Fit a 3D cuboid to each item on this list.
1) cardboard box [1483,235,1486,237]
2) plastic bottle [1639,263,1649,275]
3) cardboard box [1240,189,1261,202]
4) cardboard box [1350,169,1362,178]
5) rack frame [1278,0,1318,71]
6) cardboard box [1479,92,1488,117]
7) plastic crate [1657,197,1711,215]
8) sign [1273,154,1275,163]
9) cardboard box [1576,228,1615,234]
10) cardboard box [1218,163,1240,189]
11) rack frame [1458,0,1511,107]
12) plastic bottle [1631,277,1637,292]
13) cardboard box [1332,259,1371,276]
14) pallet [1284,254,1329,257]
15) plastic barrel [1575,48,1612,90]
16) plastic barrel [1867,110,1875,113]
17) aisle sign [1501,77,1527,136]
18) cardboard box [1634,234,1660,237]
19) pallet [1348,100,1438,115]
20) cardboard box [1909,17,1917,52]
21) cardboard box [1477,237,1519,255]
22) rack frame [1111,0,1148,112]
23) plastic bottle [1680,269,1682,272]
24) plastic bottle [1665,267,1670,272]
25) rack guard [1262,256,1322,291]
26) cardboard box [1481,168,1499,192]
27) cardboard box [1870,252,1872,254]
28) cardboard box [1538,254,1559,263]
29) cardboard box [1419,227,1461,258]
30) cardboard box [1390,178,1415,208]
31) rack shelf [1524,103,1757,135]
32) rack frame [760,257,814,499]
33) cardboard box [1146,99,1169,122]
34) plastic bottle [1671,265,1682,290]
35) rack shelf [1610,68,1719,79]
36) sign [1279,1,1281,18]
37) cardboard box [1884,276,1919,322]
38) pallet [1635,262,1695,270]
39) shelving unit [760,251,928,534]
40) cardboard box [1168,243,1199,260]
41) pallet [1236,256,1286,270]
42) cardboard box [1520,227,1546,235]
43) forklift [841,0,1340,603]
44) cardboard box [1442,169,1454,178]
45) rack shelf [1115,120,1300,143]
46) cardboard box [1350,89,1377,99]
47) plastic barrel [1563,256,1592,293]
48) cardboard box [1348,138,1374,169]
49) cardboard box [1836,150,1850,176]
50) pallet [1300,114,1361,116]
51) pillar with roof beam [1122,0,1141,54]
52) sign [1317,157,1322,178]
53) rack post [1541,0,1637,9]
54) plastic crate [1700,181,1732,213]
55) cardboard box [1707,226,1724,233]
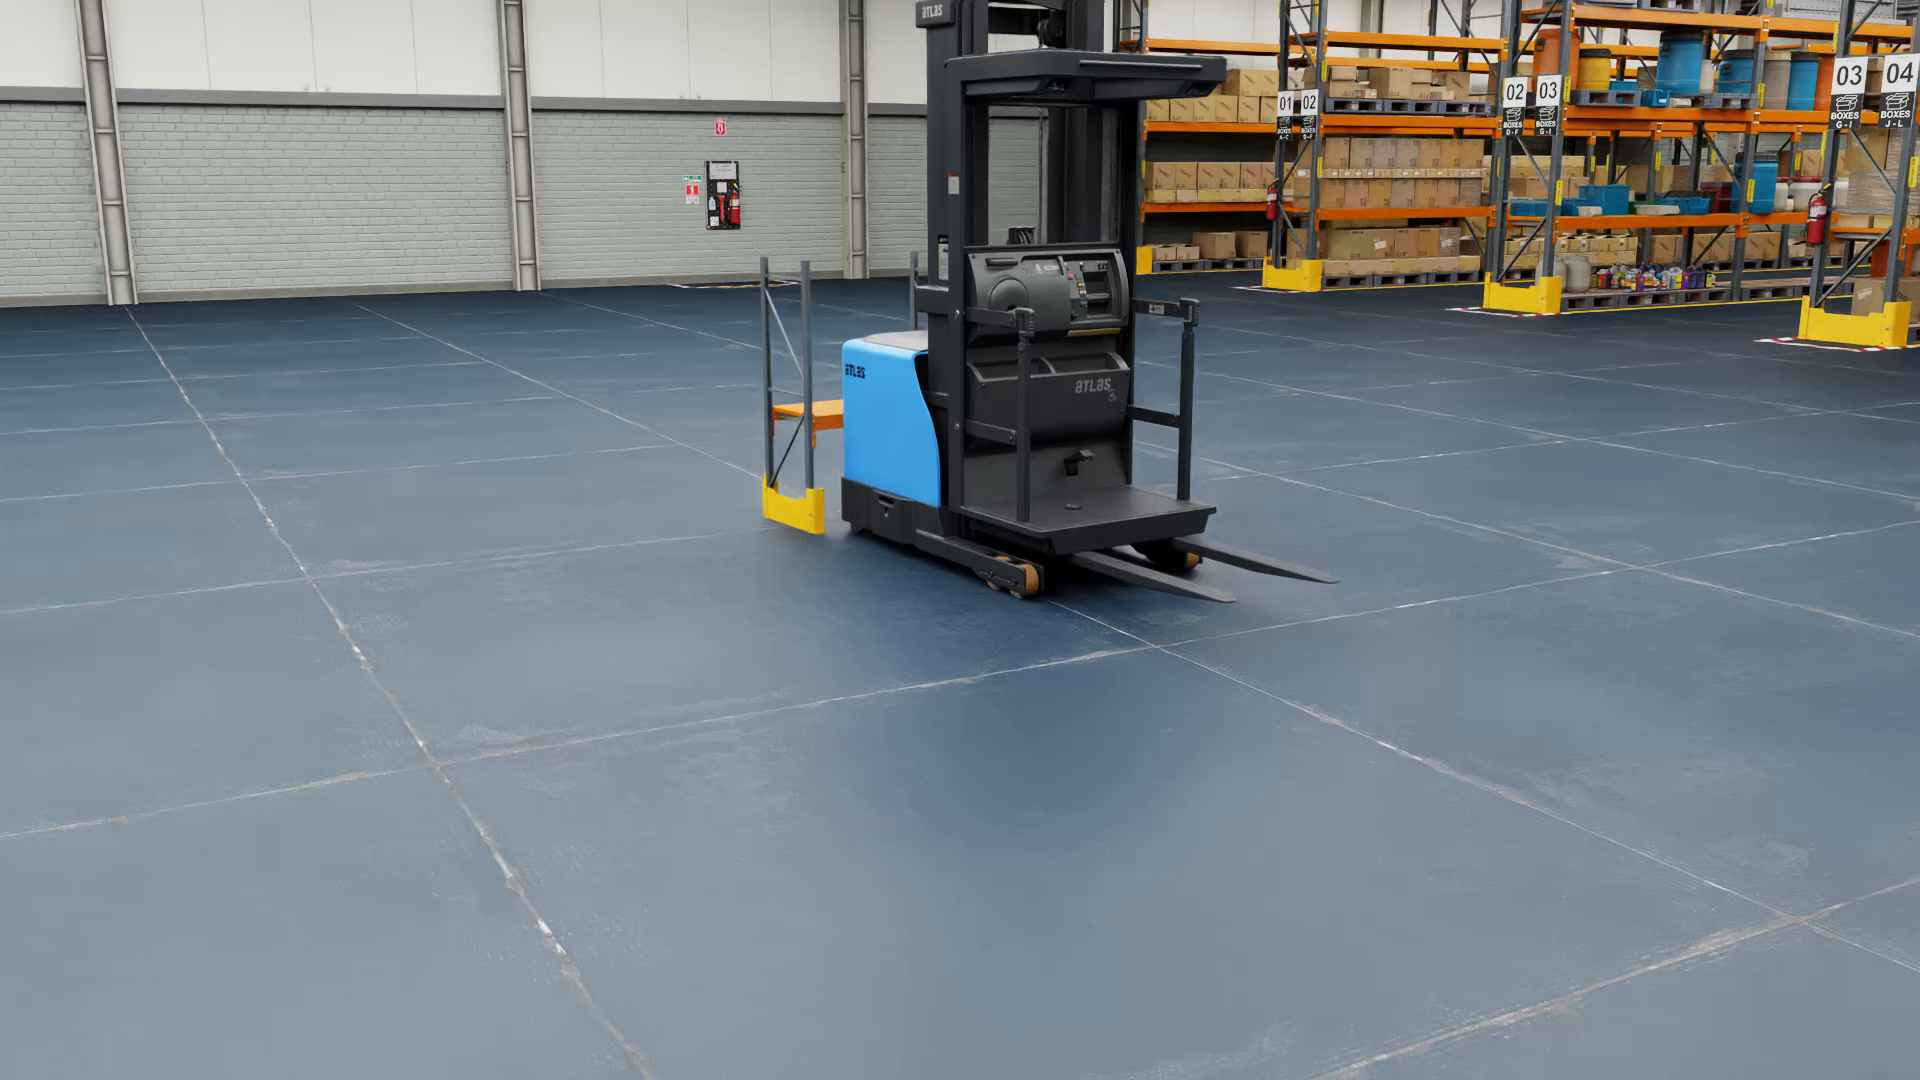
[{"bbox_3d":[9.735,-5.379,30.208,0.500,0.311,0.500,-6,14,-26],"label":"cardboard box"},{"bbox_3d":[10.360,-4.031,25.220,0.185,0.351,0.144,-8,15,-30],"label":"plastic bottle"},{"bbox_3d":[5.540,-6.764,32.630,0.500,0.250,0.500,-7,14,-28],"label":"cardboard box"},{"bbox_3d":[6.450,-6.087,27.619,0.250,0.149,0.380,-7,14,-28],"label":"cardboard box"},{"bbox_3d":[6.686,-9.969,32.912,0.127,3.000,1.000,-7,14,-28],"label":"rack frame"},{"bbox_3d":[11.035,-9.318,35.621,0.500,0.500,0.700,-8,15,-31],"label":"cardboard box"},{"bbox_3d":[10.592,-4.892,24.354,0.616,0.251,0.499,-7,14,-28],"label":"plastic crate"},{"bbox_3d":[6.417,-7.714,33.917,0.005,0.325,0.100,-7,14,-28],"label":"sign"},{"bbox_3d":[14.414,-6.929,37.801,0.500,0.500,0.700,-7,14,-27],"label":"cardboard box"},{"bbox_3d":[5.081,-7.076,32.309,0.500,0.500,0.500,-6,14,-26],"label":"cardboard box"},{"bbox_3d":[9.063,-9.015,28.672,0.127,3.000,1.000,-7,14,-28],"label":"rack frame"},{"bbox_3d":[9.754,-3.704,24.105,0.097,0.201,0.097,0,13,0],"label":"plastic bottle"},{"bbox_3d":[6.567,-4.598,28.014,0.500,0.250,0.500,-7,14,-28],"label":"cardboard box"},{"bbox_3d":[7.369,-5.764,34.242,1.213,0.211,1.003,-7,14,-28],"label":"pallet"},{"bbox_3d":[8.862,-6.617,23.463,0.600,0.588,0.600,0,13,0],"label":"plastic barrel"},{"bbox_3d":[14.525,-7.099,26.733,0.421,0.512,0.421,0,13,0],"label":"plastic barrel"},{"bbox_3d":[7.717,-6.031,23.153,0.004,0.787,0.394,-7,14,-28],"label":"aisle sign"},{"bbox_3d":[13.283,-5.648,32.065,0.500,0.500,0.500,-6,14,-26],"label":"cardboard box"},{"bbox_3d":[7.257,-7.286,28.024,1.213,0.211,1.003,-7,14,-28],"label":"pallet"},{"bbox_3d":[11.535,-5.871,19.489,0.500,0.500,0.500,-7,14,-28],"label":"cardboard box"},{"bbox_3d":[9.545,-5.221,29.505,0.500,0.311,0.500,-7,14,-28],"label":"cardboard box"},{"bbox_3d":[3.175,-9.549,31.042,0.127,3.000,1.000,-7,14,-28],"label":"rack frame"},{"bbox_3d":[10.745,-3.902,24.816,0.135,0.276,0.152,-7,14,-28],"label":"plastic bottle"},{"bbox_3d":[10.724,-4.014,25.298,0.133,0.283,0.061,-7,14,-28],"label":"plastic bottle"},{"bbox_3d":[5.531,-4.446,27.724,0.348,0.500,1.175,-7,14,-28],"label":"rack guard"},{"bbox_3d":[11.210,-7.722,35.640,0.500,0.500,0.500,-6,14,-26],"label":"cardboard box"},{"bbox_3d":[18.838,-6.053,34.626,0.250,0.166,0.380,-7,14,-28],"label":"cardboard box"},{"bbox_3d":[10.439,-5.055,30.045,0.500,0.250,0.500,-7,15,-30],"label":"cardboard box"},{"bbox_3d":[8.316,-5.176,28.876,0.500,0.500,0.500,-7,14,-28],"label":"cardboard box"},{"bbox_3d":[7.326,-5.926,28.383,0.500,0.500,0.700,-6,14,-26],"label":"cardboard box"},{"bbox_3d":[9.678,-6.035,23.902,4.000,0.370,1.077,-7,14,-28],"label":"rack shelf"},{"bbox_3d":[-0.969,-0.821,9.340,0.032,1.500,0.500,-9,15,-35],"label":"rack frame"},{"bbox_3d":[3.589,-8.131,31.301,0.500,0.500,0.500,-6,14,-26],"label":"cardboard box"},{"bbox_3d":[10.554,-3.878,24.541,0.185,0.351,0.144,-7,14,-28],"label":"plastic bottle"},{"bbox_3d":[15.464,-10.475,37.710,4.000,0.370,1.077,-7,14,-28],"label":"rack shelf"},{"bbox_3d":[6.415,-10.609,33.265,0.005,0.325,0.100,-7,14,-28],"label":"sign"},{"bbox_3d":[11.360,-2.875,19.791,0.500,0.500,0.500,-3,13,-13],"label":"cardboard box"},{"bbox_3d":[13.248,-5.220,31.823,1.213,0.211,1.003,-7,14,-28],"label":"pallet"},{"bbox_3d":[-0.548,-0.887,9.633,1.083,1.500,0.587,-9,15,-35],"label":"shelving unit"},{"bbox_3d":[4.326,-5.640,32.461,0.500,0.311,0.500,-6,14,-23],"label":"cardboard box"},{"bbox_3d":[6.114,-5.605,33.533,1.213,0.211,1.003,-7,14,-28],"label":"pallet"},{"bbox_3d":[12.421,-6.853,36.667,0.750,0.750,0.750,-6,14,-26],"label":"cardboard box"},{"bbox_3d":[0.565,-1.272,8.084,1.130,2.935,3.031,-8,15,-32],"label":"forklift"},{"bbox_3d":[8.250,-6.302,28.576,0.250,0.149,0.380,-7,14,-28],"label":"cardboard box"},{"bbox_3d":[4.931,-7.945,32.386,4.000,0.370,1.077,-7,14,-28],"label":"rack shelf"},{"bbox_3d":[6.669,-7.371,27.497,0.250,0.149,0.380,-7,14,-28],"label":"cardboard box"},{"bbox_3d":[8.903,-3.840,24.052,0.421,0.512,0.421,0,13,0],"label":"plastic barrel"},{"bbox_3d":[6.474,-6.458,27.790,0.500,0.500,0.700,-7,15,-29],"label":"cardboard box"},{"bbox_3d":[17.538,-7.570,33.410,0.500,0.500,0.500,-7,15,-30],"label":"cardboard box"},{"bbox_3d":[7.279,-8.459,33.459,1.003,0.211,1.213,-7,14,-28],"label":"pallet"},{"bbox_3d":[5.438,-8.959,28.424,0.400,9.000,9.100,-7,14,-28],"label":"pillar with roof beam"},{"bbox_3d":[5.813,-6.021,26.879,0.005,0.325,0.100,-7,14,-28],"label":"sign"},{"bbox_3d":[8.647,-7.450,22.858,0.954,0.300,0.937,-5,14,-22],"label":"rack post"},{"bbox_3d":[11.712,-5.275,25.569,0.583,0.464,0.402,-7,14,-28],"label":"plastic crate"},{"bbox_3d":[14.666,-6.182,32.729,0.500,0.250,0.500,-7,14,-28],"label":"cardboard box"}]
